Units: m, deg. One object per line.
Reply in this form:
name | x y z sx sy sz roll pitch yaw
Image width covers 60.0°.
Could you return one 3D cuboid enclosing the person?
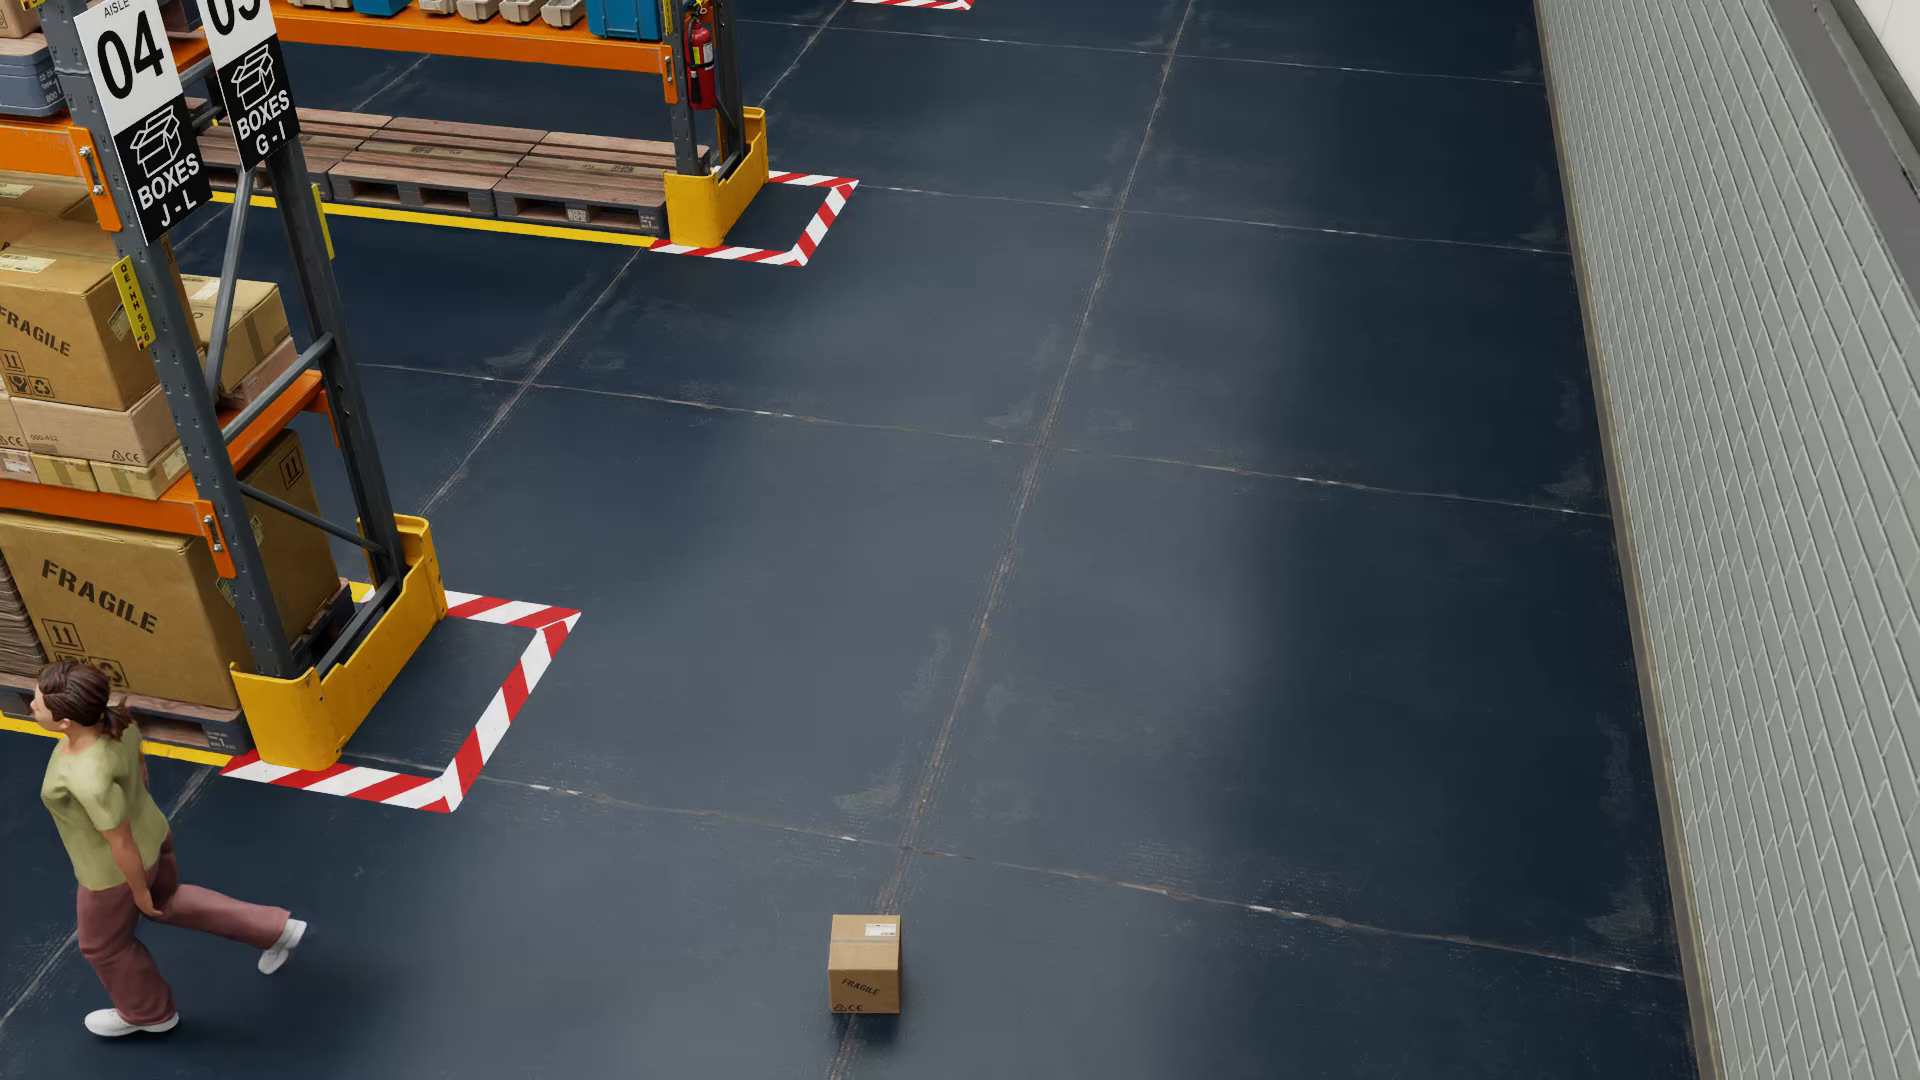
person | -2.733 1.037 5.565 0.796 1.645 0.446 -5 37 -6
